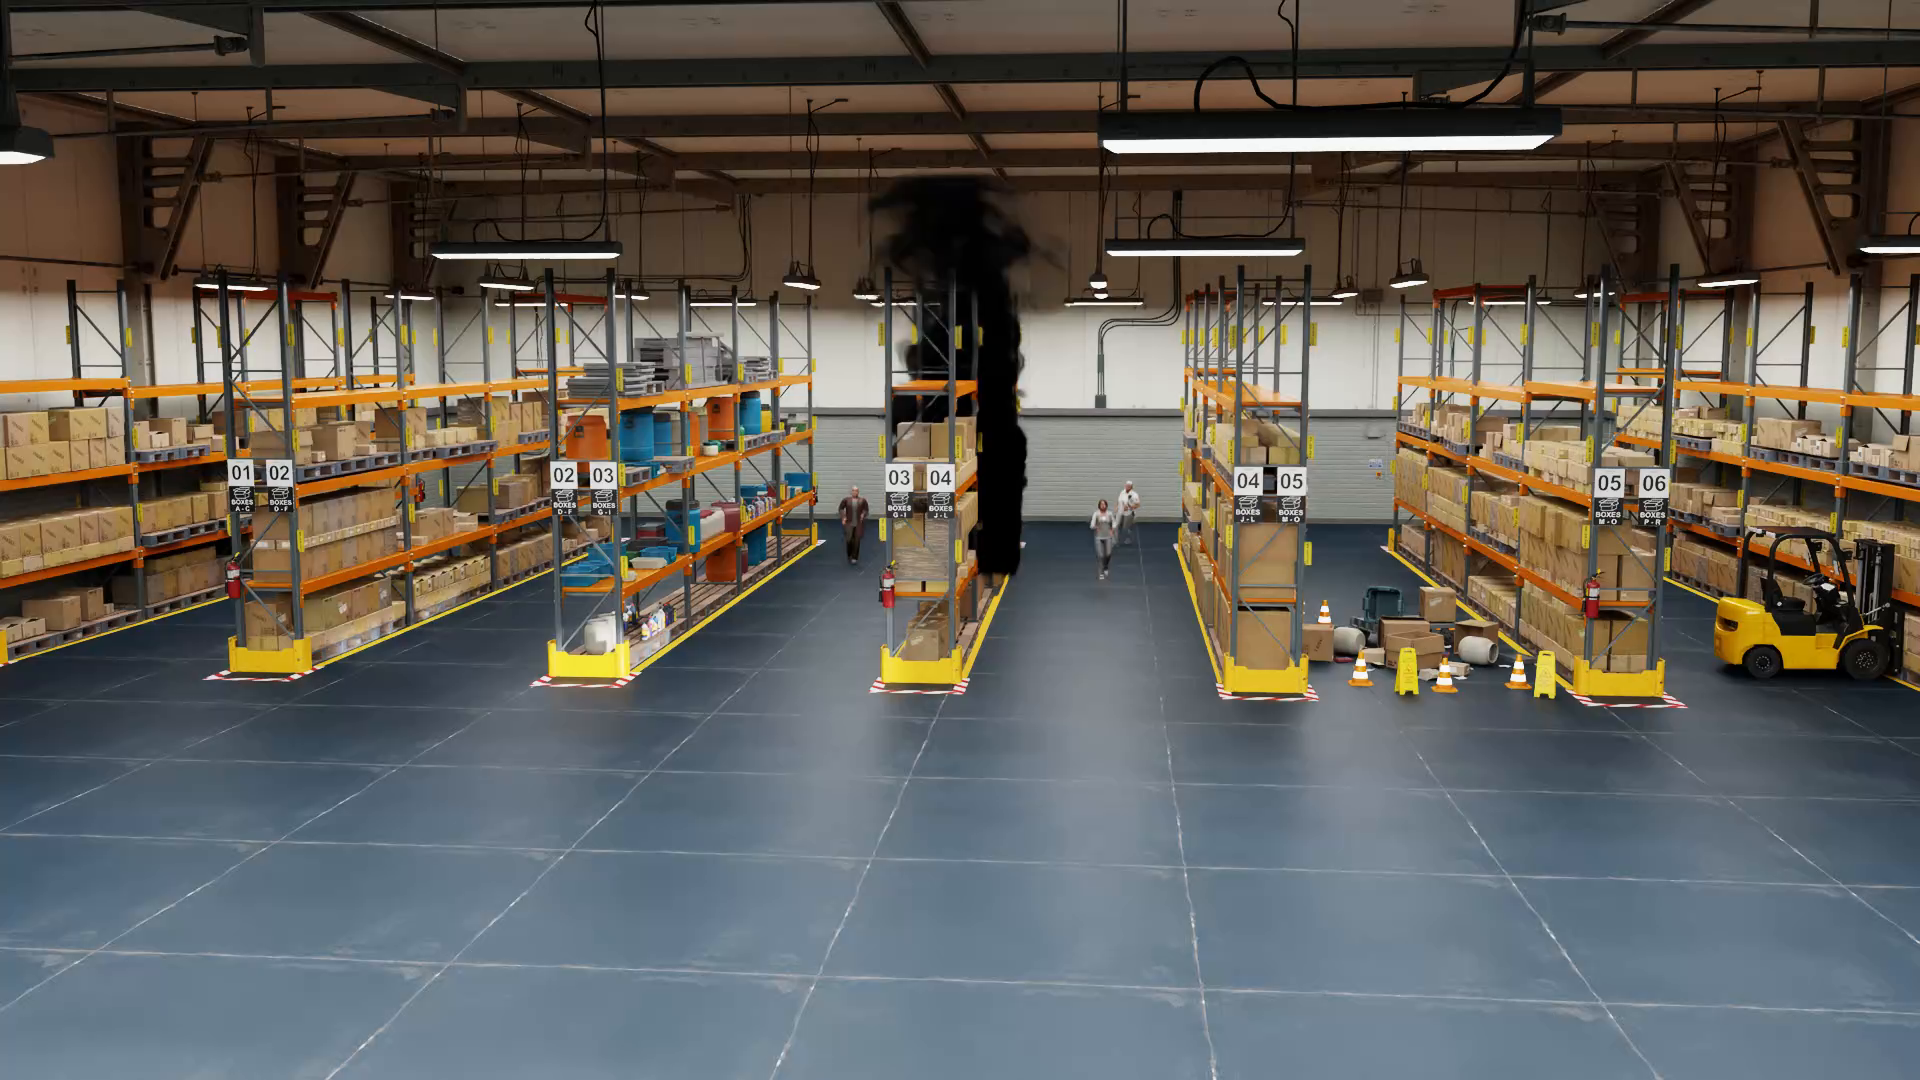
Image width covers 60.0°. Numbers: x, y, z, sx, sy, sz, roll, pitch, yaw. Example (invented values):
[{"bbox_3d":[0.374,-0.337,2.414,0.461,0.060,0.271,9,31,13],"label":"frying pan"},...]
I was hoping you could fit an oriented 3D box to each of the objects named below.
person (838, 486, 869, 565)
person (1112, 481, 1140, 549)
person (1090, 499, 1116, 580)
[{"bbox_3d":[-2.337,-0.314,36.617,0.680,1.751,0.695,-1,7,-5],"label":"person"},{"bbox_3d":[3.987,-0.603,39.633,0.647,1.632,0.783,5,8,34],"label":"person"},{"bbox_3d":[2.804,-0.002,32.426,0.524,1.587,0.543,0,7,0],"label":"person"}]
